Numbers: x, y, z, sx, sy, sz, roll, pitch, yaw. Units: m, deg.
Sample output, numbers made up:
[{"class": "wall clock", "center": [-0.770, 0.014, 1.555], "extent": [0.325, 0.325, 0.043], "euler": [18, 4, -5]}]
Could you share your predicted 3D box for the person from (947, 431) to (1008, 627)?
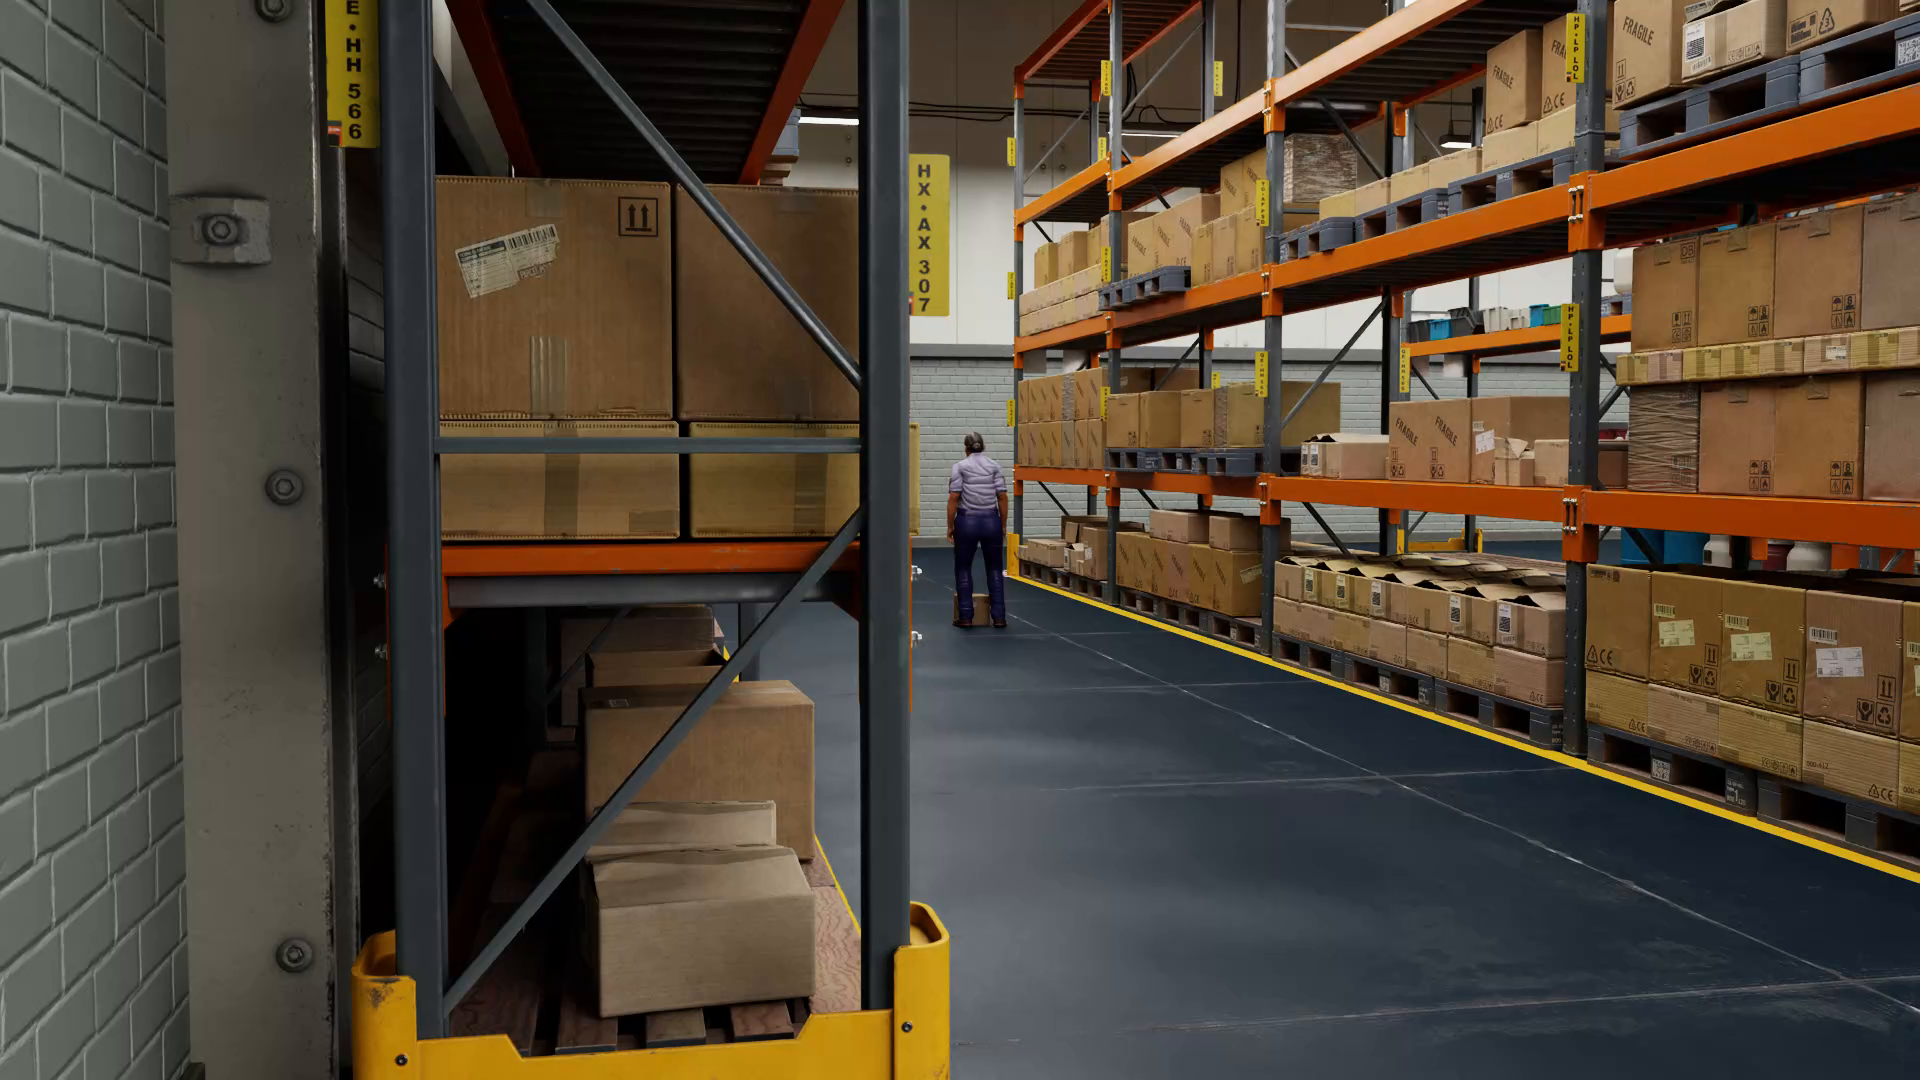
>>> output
[{"class": "person", "center": [0.150, -0.089, 14.035], "extent": [0.540, 1.652, 0.413], "euler": [-1, 3, -11]}]
